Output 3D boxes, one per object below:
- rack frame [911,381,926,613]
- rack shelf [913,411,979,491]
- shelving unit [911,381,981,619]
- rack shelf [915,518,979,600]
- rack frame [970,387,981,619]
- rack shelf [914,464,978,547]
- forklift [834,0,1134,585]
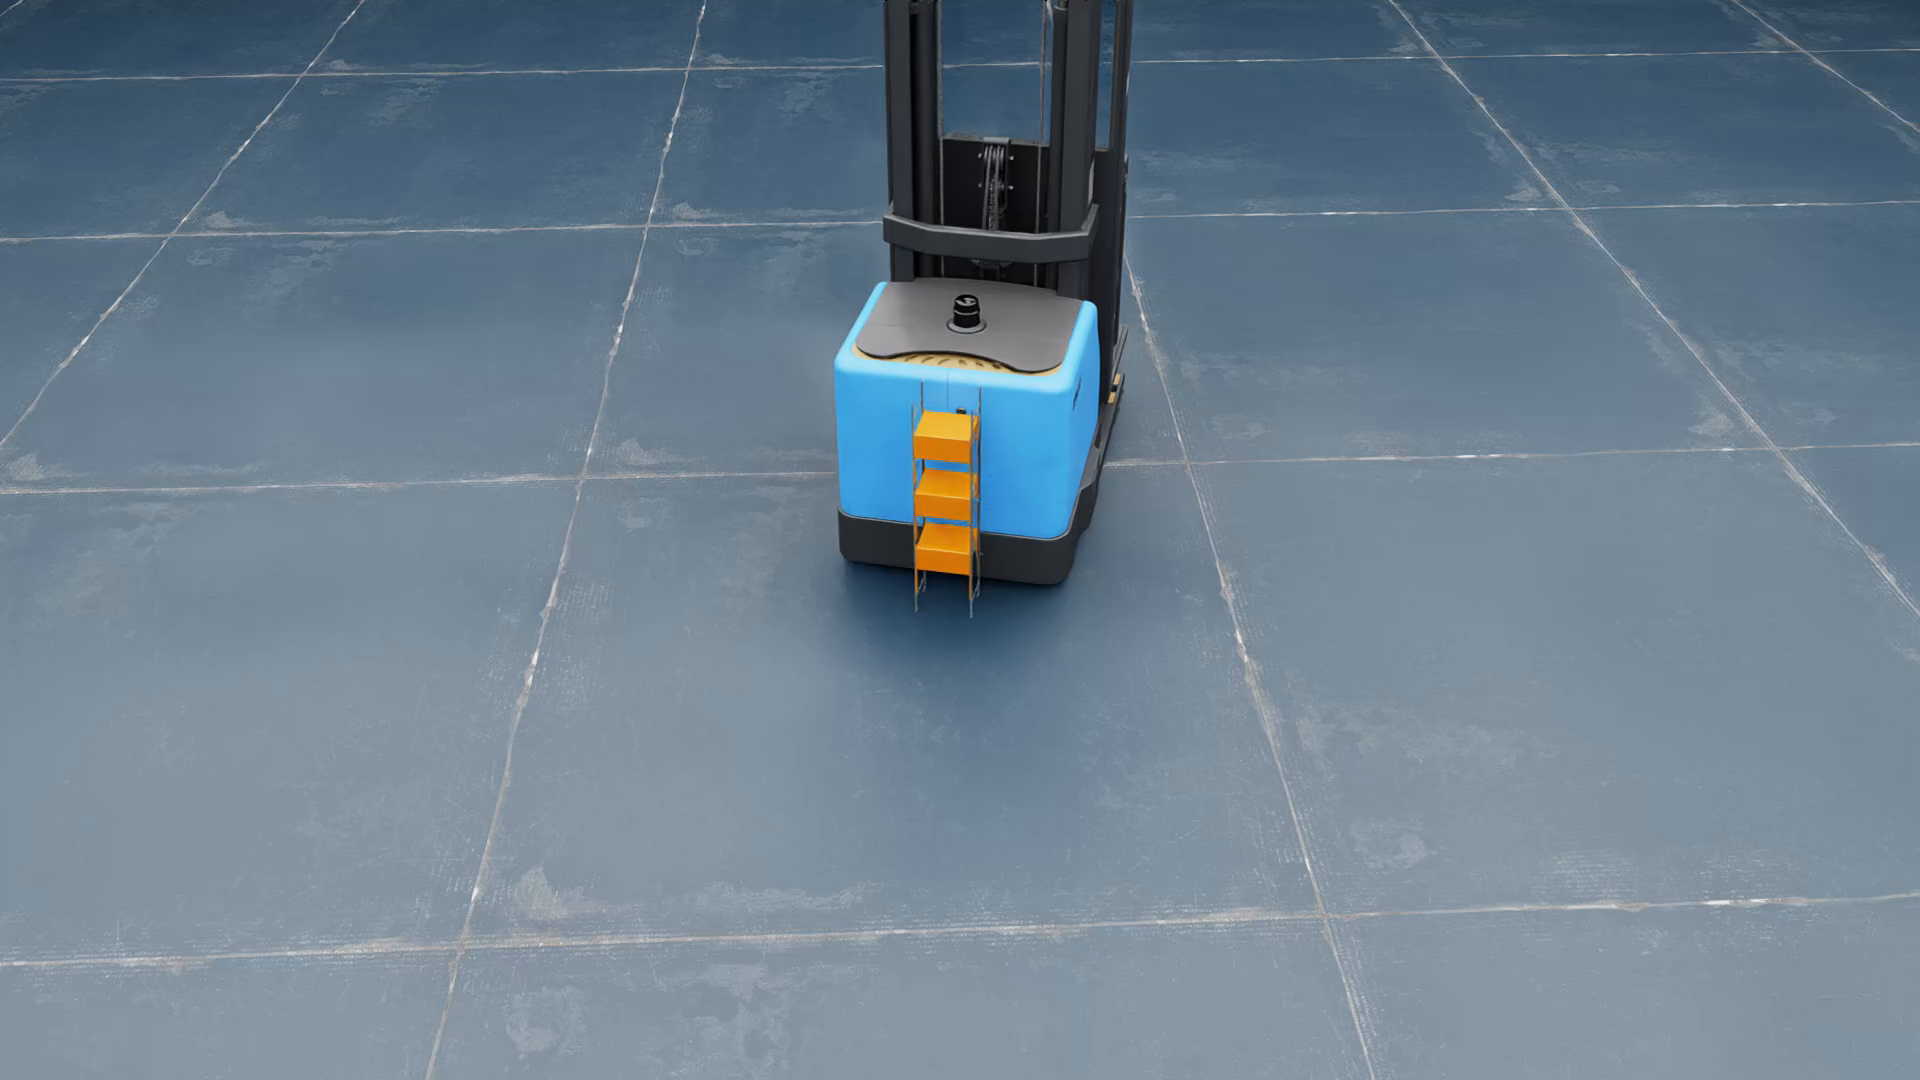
[{"bbox_3d":[-0.174,-0.168,7.070,0.008,1.050,0.200,6,35,9],"label":"rack frame"},{"bbox_3d":[-0.054,-0.379,6.895,0.240,0.259,0.215,6,35,9],"label":"rack shelf"},{"bbox_3d":[-0.054,-0.154,7.051,0.252,1.050,0.215,6,35,9],"label":"shelving unit"},{"bbox_3d":[-0.054,0.083,7.215,0.240,0.259,0.215,6,35,9],"label":"rack shelf"},{"bbox_3d":[0.065,-0.141,7.032,0.008,1.050,0.200,6,35,9],"label":"rack frame"},{"bbox_3d":[-0.054,-0.146,7.057,0.240,0.259,0.215,6,35,9],"label":"rack shelf"},{"bbox_3d":[0.258,-1.841,7.835,1.130,2.935,3.031,7,35,10],"label":"forklift"}]
